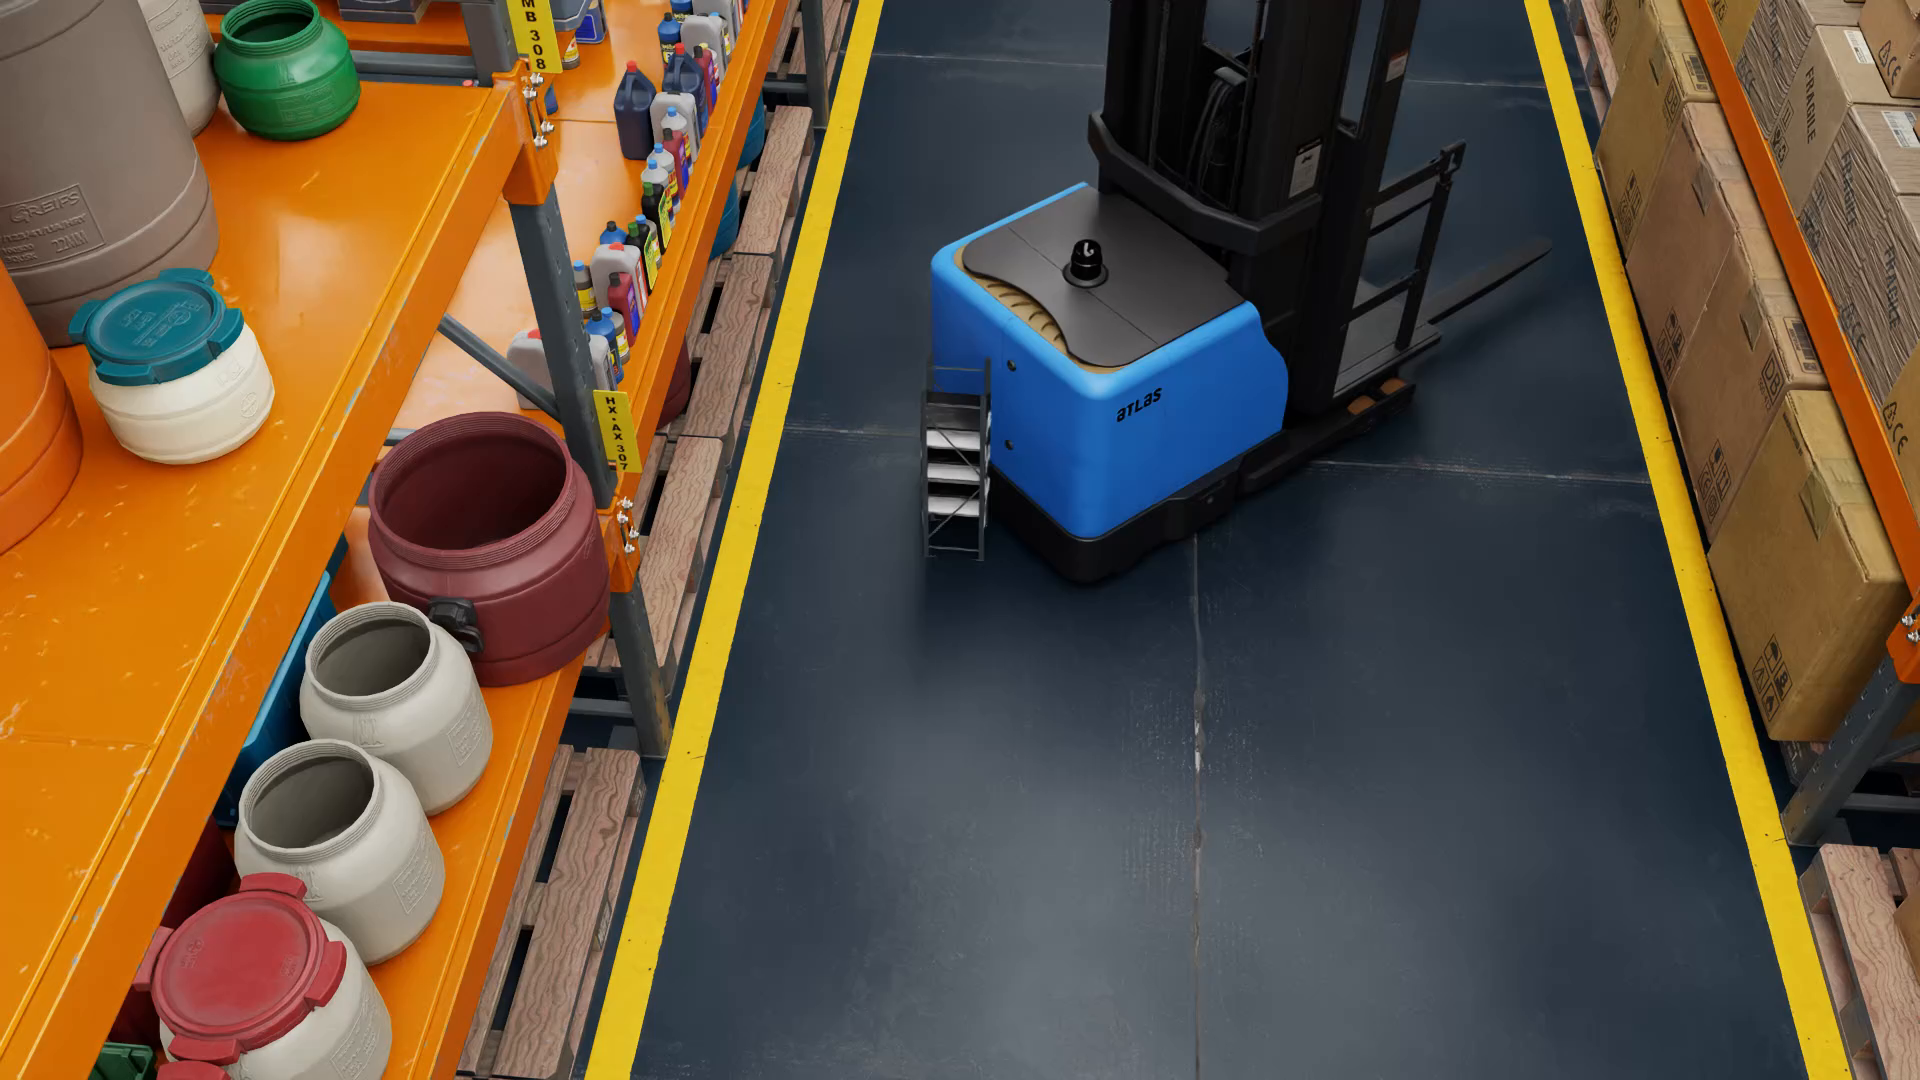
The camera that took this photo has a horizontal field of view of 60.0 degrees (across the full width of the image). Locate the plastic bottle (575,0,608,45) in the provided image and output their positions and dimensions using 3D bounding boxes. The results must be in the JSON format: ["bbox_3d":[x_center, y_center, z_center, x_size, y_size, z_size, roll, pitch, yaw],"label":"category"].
[{"bbox_3d":[-1.545,-2.186,6.800,0.152,0.276,0.135,4,48,4],"label":"plastic bottle"}]

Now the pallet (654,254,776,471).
[{"bbox_3d":[-1.411,-0.828,7.365,1.003,0.211,1.213,4,48,4],"label":"pallet"}]

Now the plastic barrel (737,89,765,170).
[{"bbox_3d":[-1.257,-2.268,7.929,0.600,0.901,0.708,4,48,4],"label":"plastic barrel"}]

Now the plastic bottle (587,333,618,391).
[{"bbox_3d":[-1.194,-0.548,5.302,0.152,0.276,0.135,4,48,4],"label":"plastic bottle"}]

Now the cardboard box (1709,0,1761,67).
[{"bbox_3d":[3.406,-2.243,6.701,0.500,0.500,0.500,4,48,4],"label":"cardboard box"}]

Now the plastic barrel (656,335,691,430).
[{"bbox_3d":[-1.424,-0.812,6.809,0.600,0.588,0.708,4,48,4],"label":"plastic barrel"}]

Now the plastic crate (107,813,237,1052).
[{"bbox_3d":[-2.007,0.852,3.895,0.402,0.464,0.583,4,48,4],"label":"plastic crate"}]

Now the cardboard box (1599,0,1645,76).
[{"bbox_3d":[3.882,-2.804,8.437,0.875,0.875,0.875,4,48,4],"label":"cardboard box"}]

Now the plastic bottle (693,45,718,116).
[{"bbox_3d":[-0.993,-1.801,6.443,0.061,0.283,0.133,4,48,4],"label":"plastic bottle"}]

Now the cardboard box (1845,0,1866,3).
[{"bbox_3d":[3.618,-2.298,6.072,0.797,0.503,0.637,4,48,4],"label":"cardboard box"}]

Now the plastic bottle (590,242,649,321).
[{"bbox_3d":[-1.152,-0.888,5.613,0.152,0.276,0.135,4,48,4],"label":"plastic bottle"}]

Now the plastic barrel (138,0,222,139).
[{"bbox_3d":[-1.888,-1.136,3.648,0.421,0.512,0.421,0,48,0],"label":"plastic barrel"}]

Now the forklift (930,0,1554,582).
[{"bbox_3d":[1.351,-1.729,6.345,3.031,2.935,1.130,-29,54,-24],"label":"forklift"}]

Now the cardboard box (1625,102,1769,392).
[{"bbox_3d":[3.623,-1.196,6.966,1.225,0.875,0.875,2,48,2],"label":"cardboard box"}]

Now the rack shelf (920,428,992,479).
[{"bbox_3d":[-0.015,-0.340,6.374,0.258,0.077,0.200,4,48,4],"label":"rack shelf"}]

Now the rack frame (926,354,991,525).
[{"bbox_3d":[-0.005,-0.376,6.484,0.240,0.900,0.006,4,48,4],"label":"rack frame"}]

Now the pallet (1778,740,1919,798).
[{"bbox_3d":[3.524,0.407,6.235,1.003,0.211,1.213,4,48,4],"label":"pallet"}]

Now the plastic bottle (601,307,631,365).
[{"bbox_3d":[-1.147,-0.677,5.471,0.097,0.201,0.097,0,48,0],"label":"plastic bottle"}]

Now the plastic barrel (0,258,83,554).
[{"bbox_3d":[-1.906,-0.381,2.742,0.600,0.830,0.708,4,48,4],"label":"plastic barrel"}]

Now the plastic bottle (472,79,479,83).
[{"bbox_3d":[-1.810,-1.654,6.309,0.061,0.283,0.133,4,48,4],"label":"plastic bottle"}]

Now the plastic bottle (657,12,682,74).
[{"bbox_3d":[-1.143,-1.964,6.601,0.097,0.271,0.097,0,48,0],"label":"plastic bottle"}]

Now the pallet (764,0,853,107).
[{"bbox_3d":[-1.162,-2.835,9.199,1.003,0.211,1.213,4,48,4],"label":"pallet"}]

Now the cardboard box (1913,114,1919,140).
[{"bbox_3d":[3.522,-1.347,5.202,0.797,0.503,0.637,5,48,4],"label":"cardboard box"}]

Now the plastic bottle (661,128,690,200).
[{"bbox_3d":[-1.043,-1.396,6.073,0.061,0.283,0.133,4,48,4],"label":"plastic bottle"}]

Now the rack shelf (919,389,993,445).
[{"bbox_3d":[-0.015,-0.462,6.242,0.258,0.077,0.200,4,48,4],"label":"rack shelf"}]

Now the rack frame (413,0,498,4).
[{"bbox_3d":[-1.555,-2.318,2.772,1.000,3.000,0.127,4,48,4],"label":"rack frame"}]

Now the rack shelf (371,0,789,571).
[{"bbox_3d":[-1.373,-1.520,6.595,1.077,0.370,4.000,4,48,4],"label":"rack shelf"}]

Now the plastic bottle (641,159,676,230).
[{"bbox_3d":[-1.081,-1.237,5.936,0.097,0.271,0.097,0,48,0],"label":"plastic bottle"}]

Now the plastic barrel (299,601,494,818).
[{"bbox_3d":[-1.436,0.439,4.240,0.421,0.512,0.421,0,48,0],"label":"plastic barrel"}]

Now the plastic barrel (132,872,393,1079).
[{"bbox_3d":[-1.508,1.055,3.660,0.433,0.535,0.433,0,48,0],"label":"plastic barrel"}]

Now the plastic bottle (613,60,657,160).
[{"bbox_3d":[-1.213,-1.621,6.233,0.144,0.351,0.185,4,48,4],"label":"plastic bottle"}]

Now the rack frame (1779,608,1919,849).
[{"bbox_3d":[3.377,0.040,4.681,1.000,3.000,0.127,4,48,4],"label":"rack frame"}]

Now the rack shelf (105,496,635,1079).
[{"bbox_3d":[-1.737,1.419,3.907,1.077,0.370,4.000,4,48,4],"label":"rack shelf"}]

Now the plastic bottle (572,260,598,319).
[{"bbox_3d":[-1.277,-0.857,5.636,0.097,0.201,0.097,0,48,0],"label":"plastic bottle"}]

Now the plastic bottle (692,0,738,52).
[{"bbox_3d":[-0.996,-2.142,6.760,0.152,0.276,0.135,4,48,4],"label":"plastic bottle"}]

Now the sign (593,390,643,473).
[{"bbox_3d":[-1.007,-0.317,4.896,0.100,0.325,0.005,4,48,4],"label":"sign"}]

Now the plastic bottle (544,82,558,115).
[{"bbox_3d":[-1.630,-1.788,6.440,0.097,0.271,0.097,0,48,0],"label":"plastic bottle"}]

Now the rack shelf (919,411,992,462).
[{"bbox_3d":[-0.015,-0.401,6.308,0.258,0.077,0.200,4,48,4],"label":"rack shelf"}]

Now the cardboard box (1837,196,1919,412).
[{"bbox_3d":[3.227,-0.739,5.326,0.500,0.500,0.500,3,48,3],"label":"cardboard box"}]

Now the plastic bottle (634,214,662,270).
[{"bbox_3d":[-1.102,-1.044,5.807,0.097,0.201,0.097,0,48,0],"label":"plastic bottle"}]

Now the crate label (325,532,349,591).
[{"bbox_3d":[-1.967,0.047,4.787,0.303,0.233,0.416,4,48,4],"label":"crate label"}]

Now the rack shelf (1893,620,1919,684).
[{"bbox_3d":[3.195,1.752,3.602,1.077,0.370,4.000,4,48,4],"label":"rack shelf"}]

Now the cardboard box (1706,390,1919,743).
[{"bbox_3d":[3.461,0.109,5.773,1.225,0.875,0.875,2,48,2],"label":"cardboard box"}]

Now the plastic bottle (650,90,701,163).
[{"bbox_3d":[-1.067,-1.567,6.234,0.152,0.276,0.135,4,48,4],"label":"plastic bottle"}]

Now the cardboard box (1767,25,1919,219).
[{"bbox_3d":[3.318,-1.495,6.017,0.500,0.500,0.500,5,48,4],"label":"cardboard box"}]

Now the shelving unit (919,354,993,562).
[{"bbox_3d":[-0.015,-0.302,6.416,0.258,0.900,0.210,4,48,4],"label":"shelving unit"}]

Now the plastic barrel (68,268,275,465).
[{"bbox_3d":[-1.438,-0.309,3.061,0.301,0.262,0.301,0,48,0],"label":"plastic barrel"}]

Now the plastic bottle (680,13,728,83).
[{"bbox_3d":[-1.017,-1.971,6.604,0.152,0.276,0.135,4,48,4],"label":"plastic bottle"}]

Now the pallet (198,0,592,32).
[{"bbox_3d":[-1.388,-1.798,4.456,1.003,0.211,1.213,4,48,4],"label":"pallet"}]

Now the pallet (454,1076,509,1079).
[{"bbox_3d":[-1.778,2.108,4.679,1.003,0.211,1.213,4,48,4],"label":"pallet"}]

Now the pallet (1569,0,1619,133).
[{"bbox_3d":[3.889,-2.512,8.905,1.003,0.211,1.213,4,48,4],"label":"pallet"}]

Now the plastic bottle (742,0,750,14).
[{"bbox_3d":[-0.965,-2.383,6.930,0.144,0.351,0.185,4,48,4],"label":"plastic bottle"}]
